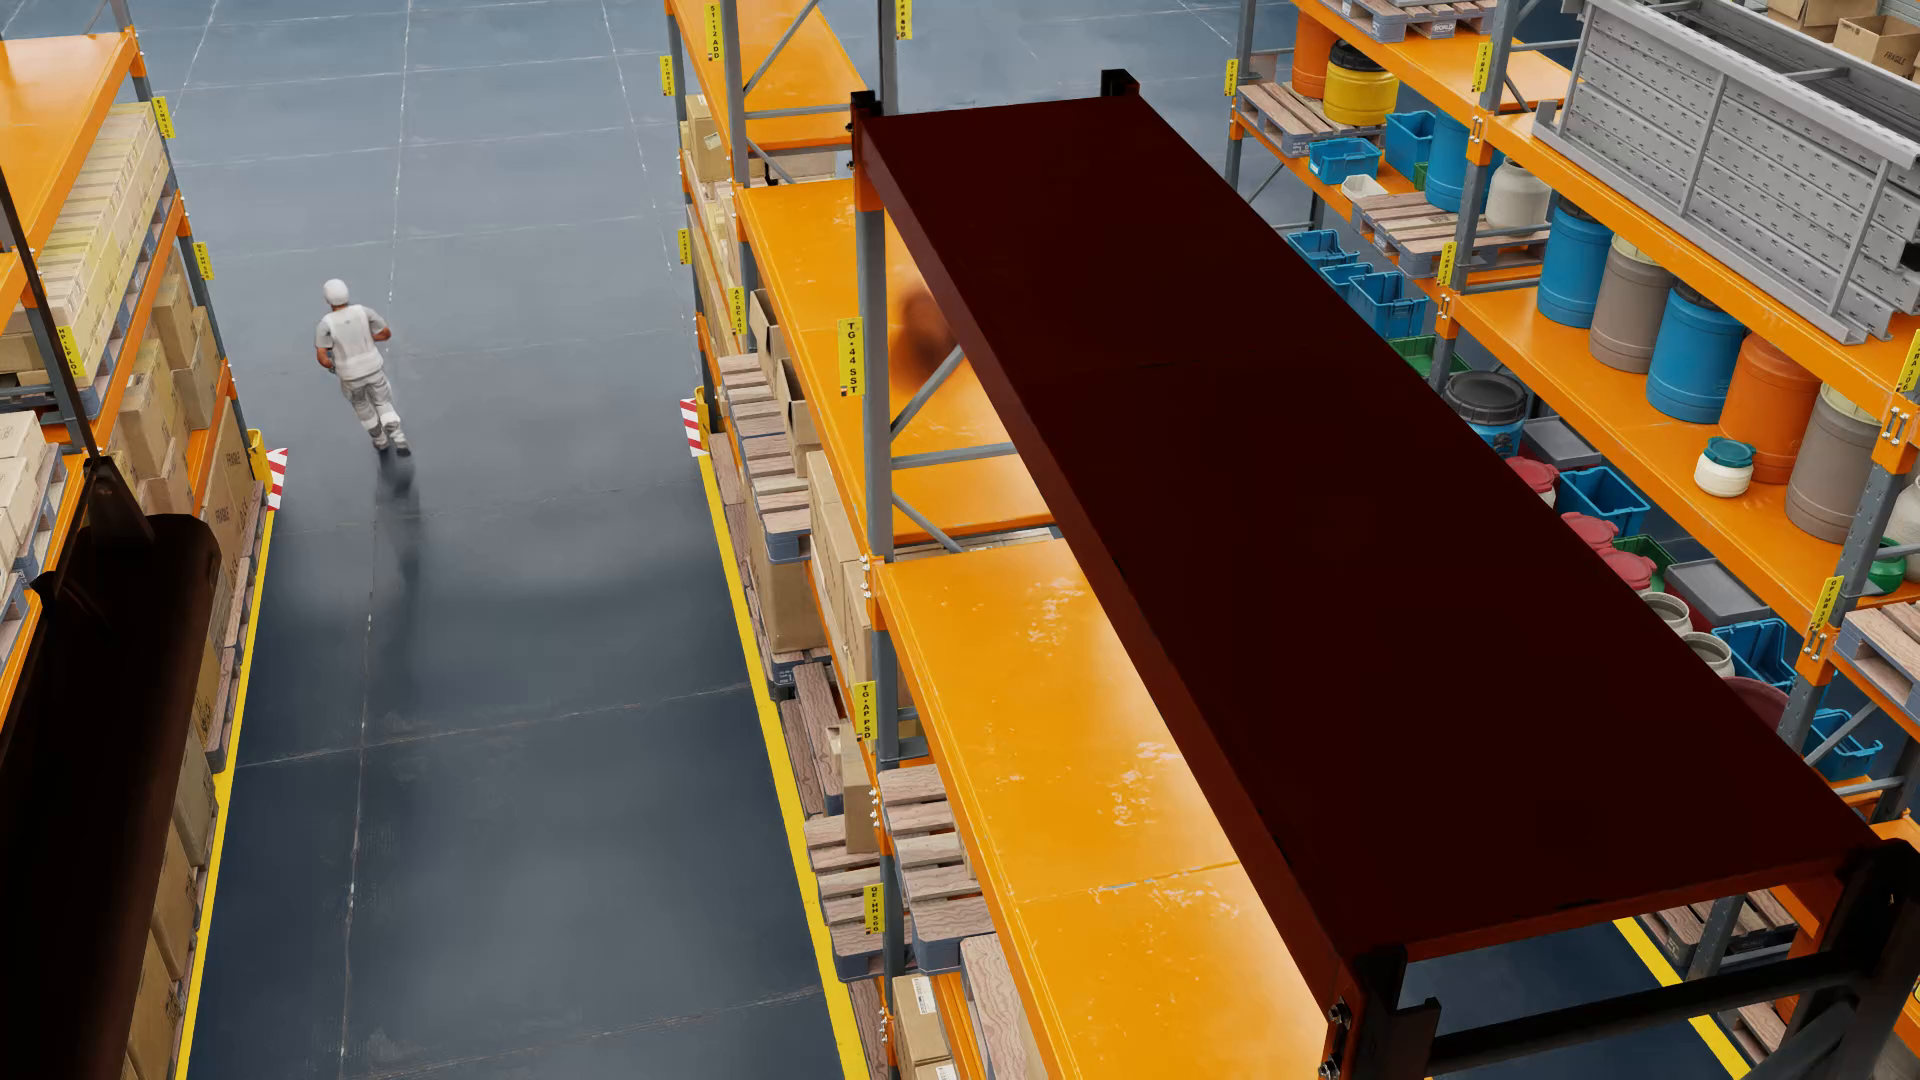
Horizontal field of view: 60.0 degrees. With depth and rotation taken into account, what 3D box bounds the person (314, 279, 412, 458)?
[{"bbox_3d":[-5.287,-1.453,14.664,0.672,1.785,0.833,-19,39,-26],"label":"person"}]
